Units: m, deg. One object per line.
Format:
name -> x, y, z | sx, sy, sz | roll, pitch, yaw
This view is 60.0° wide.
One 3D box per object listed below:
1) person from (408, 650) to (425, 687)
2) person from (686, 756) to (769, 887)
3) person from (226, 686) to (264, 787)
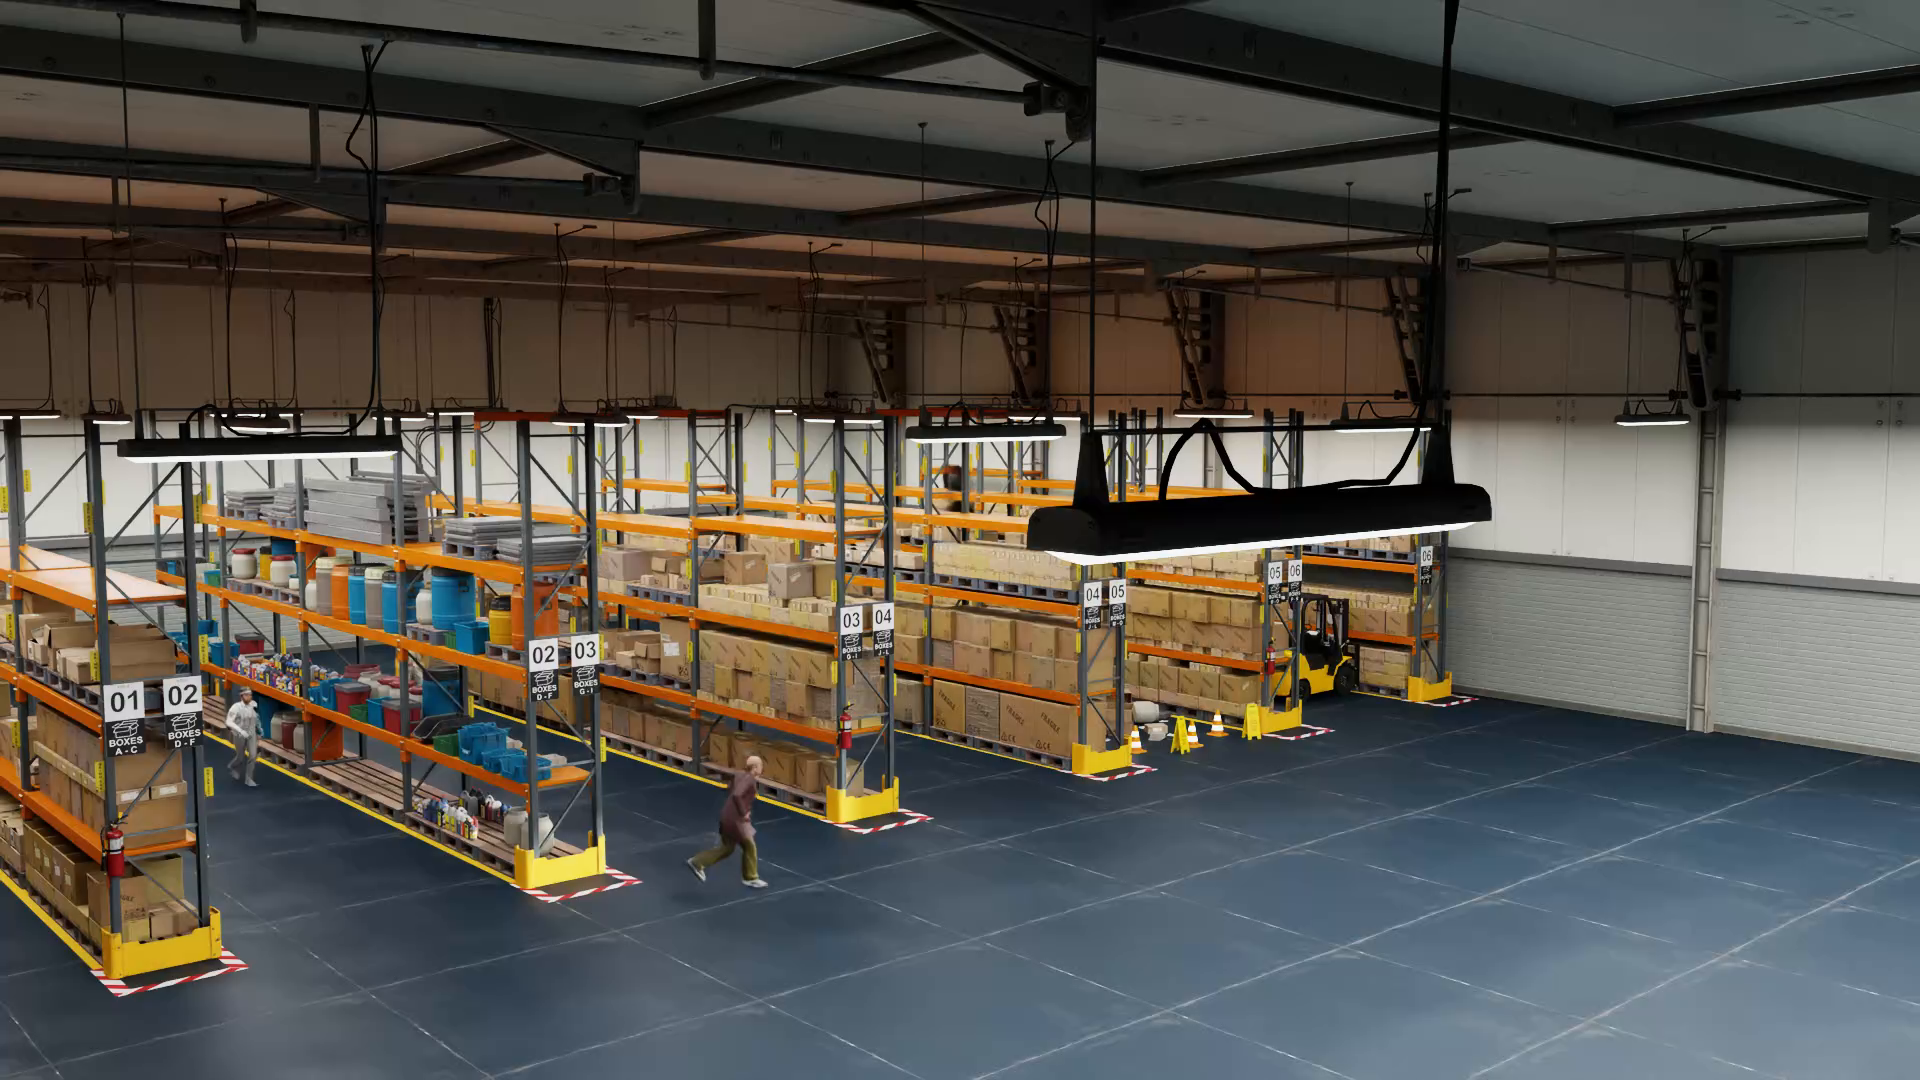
person -> -10.885, 2.588, 33.118 | 0.815, 1.678, 0.698 | 3, 6, 32
person -> -2.966, 3.636, 21.205 | 1.054, 1.740, 0.732 | -1, 5, -12
person -> -11.639, 3.154, 26.951 | 0.763, 1.649, 0.610 | 4, 7, 42
